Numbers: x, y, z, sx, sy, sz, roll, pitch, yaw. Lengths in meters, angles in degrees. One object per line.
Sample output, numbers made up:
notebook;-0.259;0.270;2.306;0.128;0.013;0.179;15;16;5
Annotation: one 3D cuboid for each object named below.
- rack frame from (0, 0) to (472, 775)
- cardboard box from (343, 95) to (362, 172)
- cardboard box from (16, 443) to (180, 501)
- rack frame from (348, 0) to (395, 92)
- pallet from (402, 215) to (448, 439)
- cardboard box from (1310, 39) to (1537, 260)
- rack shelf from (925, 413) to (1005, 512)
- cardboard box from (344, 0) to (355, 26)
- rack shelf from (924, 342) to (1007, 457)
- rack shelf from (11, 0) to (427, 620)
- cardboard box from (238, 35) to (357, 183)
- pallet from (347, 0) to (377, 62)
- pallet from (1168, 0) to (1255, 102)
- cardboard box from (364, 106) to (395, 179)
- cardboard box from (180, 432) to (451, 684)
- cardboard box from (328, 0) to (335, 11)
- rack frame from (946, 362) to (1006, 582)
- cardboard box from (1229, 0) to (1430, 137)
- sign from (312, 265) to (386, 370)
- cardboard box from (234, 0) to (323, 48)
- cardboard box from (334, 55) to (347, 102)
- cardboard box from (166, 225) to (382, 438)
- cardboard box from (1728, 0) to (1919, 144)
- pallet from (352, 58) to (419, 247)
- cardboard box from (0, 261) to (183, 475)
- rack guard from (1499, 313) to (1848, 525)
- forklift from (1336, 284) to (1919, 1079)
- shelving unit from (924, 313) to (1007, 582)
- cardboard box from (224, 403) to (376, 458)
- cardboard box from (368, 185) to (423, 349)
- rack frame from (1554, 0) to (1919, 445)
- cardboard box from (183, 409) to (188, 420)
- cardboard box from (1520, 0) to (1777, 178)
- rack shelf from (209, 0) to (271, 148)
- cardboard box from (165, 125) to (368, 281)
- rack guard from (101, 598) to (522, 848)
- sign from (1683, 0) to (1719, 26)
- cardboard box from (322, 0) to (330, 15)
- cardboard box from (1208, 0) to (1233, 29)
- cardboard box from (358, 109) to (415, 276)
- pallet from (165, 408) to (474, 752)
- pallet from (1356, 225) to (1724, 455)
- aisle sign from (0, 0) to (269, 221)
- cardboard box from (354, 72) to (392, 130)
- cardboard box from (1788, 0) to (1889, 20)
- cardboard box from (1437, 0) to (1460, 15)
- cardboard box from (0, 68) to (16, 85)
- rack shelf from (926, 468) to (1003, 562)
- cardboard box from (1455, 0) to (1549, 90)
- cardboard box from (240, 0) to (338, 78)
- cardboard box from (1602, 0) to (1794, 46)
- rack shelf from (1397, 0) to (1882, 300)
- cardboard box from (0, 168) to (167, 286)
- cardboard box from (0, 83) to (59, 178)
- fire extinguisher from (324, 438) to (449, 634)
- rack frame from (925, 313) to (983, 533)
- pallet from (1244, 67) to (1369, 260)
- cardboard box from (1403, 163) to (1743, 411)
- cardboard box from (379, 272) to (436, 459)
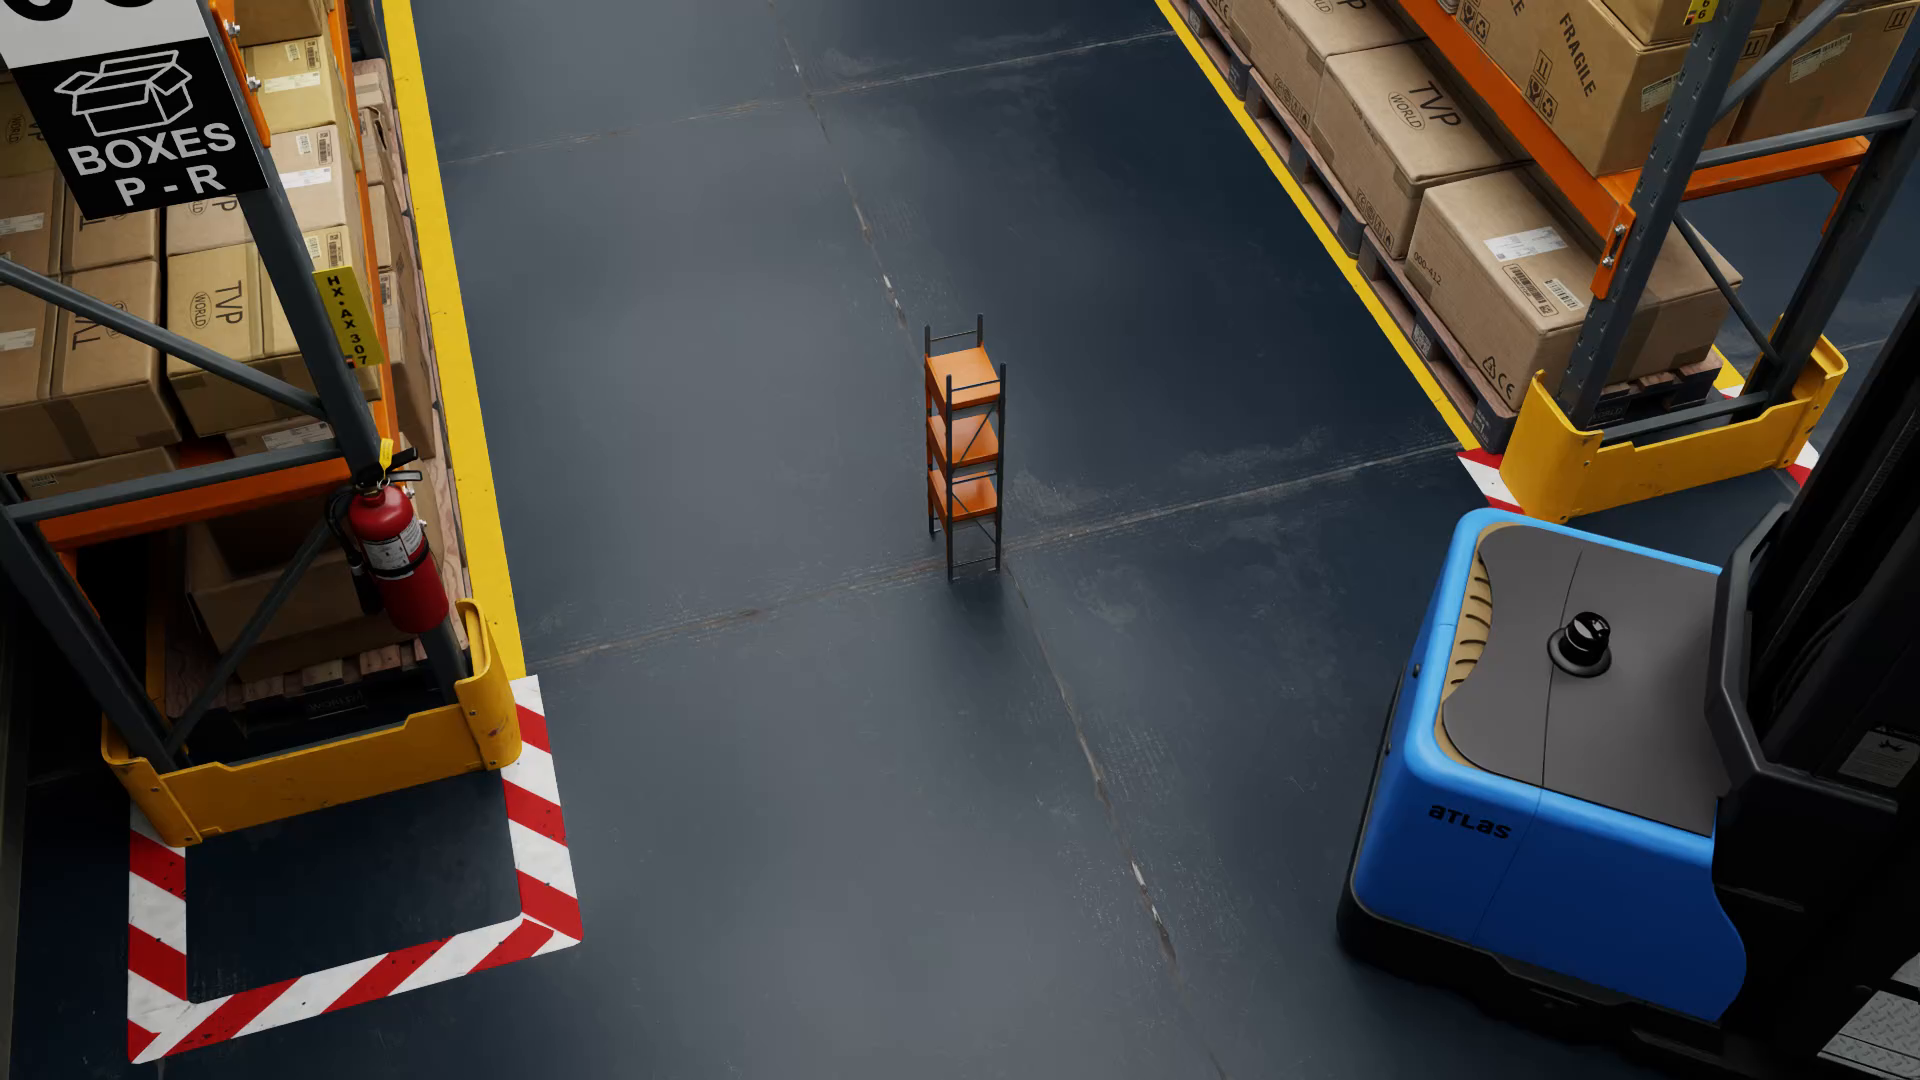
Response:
rack frame;-2.059;-0.155;4.419;1.000;3.000;0.127;-13;51;-11
cardboard box;-2.227;-1.329;5.573;0.380;0.149;0.250;-15;51;-12
cardboard box;-2.413;-0.256;4.668;0.380;0.149;0.250;-14;51;-11
rack frame;-3.241;-3.077;6.882;1.000;3.000;0.127;-13;51;-11
pallet;-2.675;-0.784;6.773;1.003;0.211;1.213;-13;51;-11
cardboard box;2.113;-1.716;7.136;0.875;0.438;0.875;-12;51;-10
rack shelf;0.016;-0.292;5.824;0.215;0.259;0.240;-13;51;-11
cardboard box;-3.170;-2.811;8.018;0.500;0.500;0.500;-11;51;-9
rack shelf;0.016;-0.475;5.607;0.215;0.259;0.240;-13;51;-11
rack shelf;-2.650;-1.384;5.926;1.077;0.370;4.000;-13;51;-11
cardboard box;-2.238;-1.333;5.315;0.500;0.250;0.500;-14;51;-12
pallet;-3.518;-2.764;8.442;1.003;0.211;1.213;-13;51;-11
pallet;1.649;-2.730;8.413;1.003;0.211;1.213;-13;51;-11
cardboard box;-2.691;-1.730;7.260;0.396;0.266;0.258;-12;51;-10
cardboard box;-2.149;0.046;5.608;0.797;0.503;0.637;-15;52;-12
cardboard box;-2.554;-2.073;6.200;0.380;0.149;0.250;-14;51;-12
rack frame;0.052;-0.210;5.741;0.200;1.050;0.008;-13;51;-11
cardboard box;1.848;-2.375;7.691;0.875;0.438;0.875;-15;51;-12
sign;-1.540;-0.557;4.192;0.100;0.325;0.005;-13;51;-11
cardboard box;-2.379;-1.932;5.330;0.500;0.500;0.500;-12;51;-10
cardboard box;-2.325;-1.516;5.731;0.380;0.149;0.250;-12;51;-10
cardboard box;-1.935;-0.595;4.693;0.500;0.250;0.500;-13;51;-11
cardboard box;2.814;-1.728;5.680;0.500;0.500;0.500;-14;51;-11
pallet;-3.039;-1.676;7.525;1.003;0.211;1.213;-13;51;-11
cardboard box;-2.448;-0.479;4.595;0.500;0.250;0.500;-12;51;-10
rack guard;2.689;-0.457;6.308;1.175;0.500;0.348;-13;51;-11
forklift;2.736;0.375;4.017;3.031;2.935;1.130;16;52;13
shelving unit;0.016;-0.299;5.816;0.215;1.050;0.252;-13;51;-11
cardboard box;-1.894;-0.377;4.770;0.380;0.149;0.250;-14;51;-11
cardboard box;-2.425;-0.995;6.487;0.500;0.500;0.500;-12;51;-10
rack frame;2.682;-1.280;5.368;1.000;3.000;0.127;-13;51;-11
cardboard box;-2.429;-0.455;4.836;0.380;0.149;0.250;-12;51;-10
cardboard box;2.287;-1.605;5.576;0.500;0.500;0.500;-13;51;-11
rack shelf;-2.650;-2.351;4.779;1.077;0.370;4.000;-13;51;-11
cardboard box;-2.085;-0.963;5.004;0.500;0.250;0.500;-13;51;-11
rack guard;-2.081;0.595;5.422;1.175;0.500;0.348;-13;51;-11
sign;2.160;-1.617;4.739;0.100;0.325;0.005;-13;51;-11
cardboard box;-2.561;-2.078;5.943;0.500;0.250;0.500;-14;51;-11
cardboard box;1.582;-3.029;8.242;0.875;0.438;0.875;-14;51;-12
cardboard box;-2.672;-1.345;6.782;0.700;0.500;0.500;-15;52;-12
pallet;-2.318;0.106;6.023;1.003;0.211;1.213;-13;51;-11
pallet;2.371;-0.948;6.911;1.003;0.211;1.213;-13;51;-11
aisle sign;-1.758;-1.010;3.439;0.394;0.787;0.004;-13;51;-11
cardboard box;-2.796;-1.953;7.524;0.380;0.149;0.250;-15;51;-12
cardboard box;2.812;-2.050;5.297;0.500;0.500;0.500;-14;51;-12
cardboard box;1.991;-2.349;6.203;0.500;0.500;0.500;-12;51;-10
cardboard box;-2.896;-1.600;5.541;0.500;0.250;0.500;-13;51;-11
rack shelf;0.016;-0.113;6.036;0.215;0.259;0.240;-13;51;-11
cardboard box;2.152;-1.975;5.888;0.500;0.500;0.500;-14;51;-12
cardboard box;-2.409;-1.702;5.626;0.500;0.250;0.500;-15;51;-12
cardboard box;2.312;-1.933;5.198;0.500;0.500;0.500;-12;51;-10
rack shelf;2.091;-2.509;6.874;1.077;0.370;4.000;-13;51;-11
cardboard box;-2.599;-0.856;4.913;0.500;0.250;0.500;-13;51;-11
cardboard box;-2.741;-1.218;5.219;0.500;0.250;0.500;-12;51;-10
fire extinguisher;-1.574;-0.007;4.589;0.296;0.674;0.183;-13;51;-11
rack frame;-0.020;-0.388;5.891;0.200;1.050;0.008;-13;51;-11
pallet;2.014;-1.837;7.661;1.003;0.211;1.213;-13;51;-11
cardboard box;2.391;-1.049;6.574;0.875;0.438;0.875;-15;51;-12
cardboard box;-2.365;-0.586;6.143;0.700;0.500;0.500;-11;51;-9
